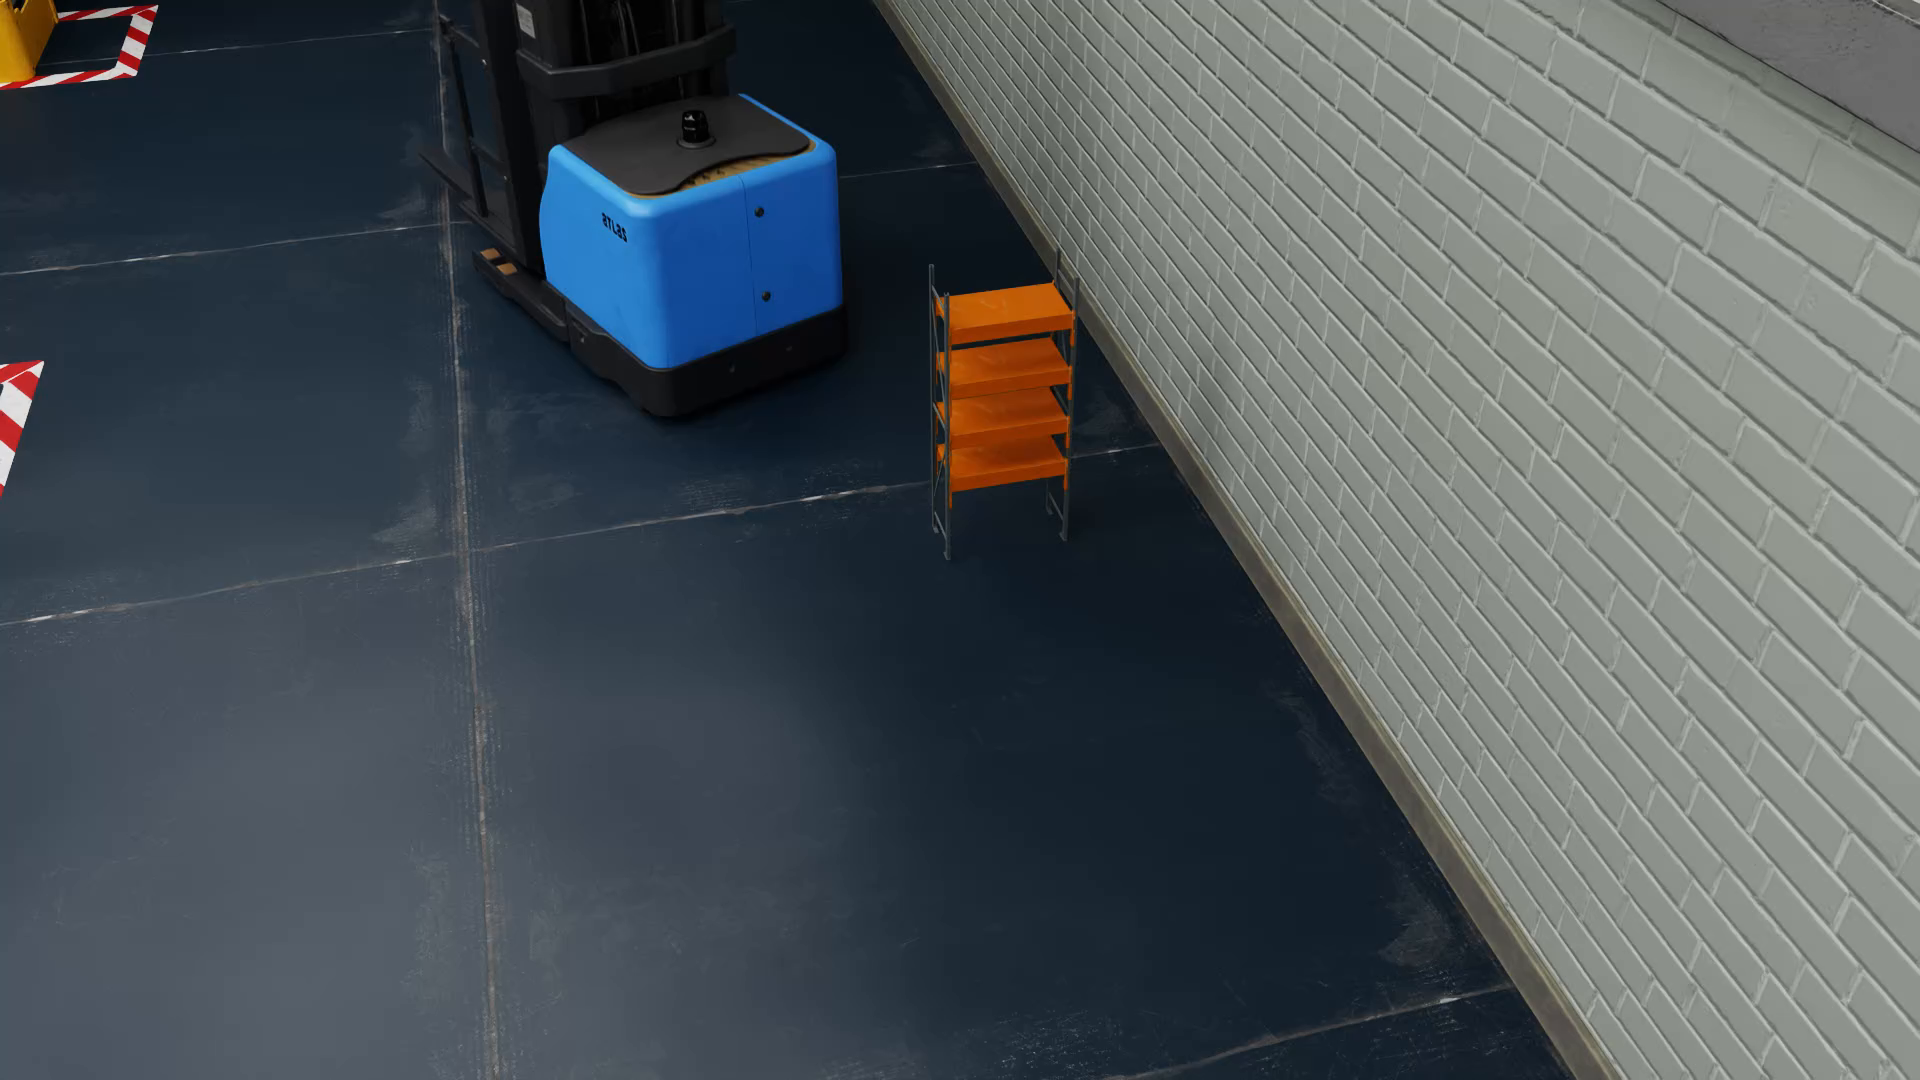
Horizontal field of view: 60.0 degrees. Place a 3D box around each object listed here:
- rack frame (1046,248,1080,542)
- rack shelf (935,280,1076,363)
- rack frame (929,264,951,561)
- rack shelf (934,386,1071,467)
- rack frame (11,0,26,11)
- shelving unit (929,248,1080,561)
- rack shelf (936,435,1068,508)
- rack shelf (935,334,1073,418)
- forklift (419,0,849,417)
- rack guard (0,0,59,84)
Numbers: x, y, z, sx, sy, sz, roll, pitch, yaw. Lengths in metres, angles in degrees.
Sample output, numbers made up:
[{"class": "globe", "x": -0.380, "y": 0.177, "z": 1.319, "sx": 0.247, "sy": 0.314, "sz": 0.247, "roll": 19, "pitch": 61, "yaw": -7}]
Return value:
[{"class": "rack frame", "x": 0.395, "y": -0.541, "z": 6.470, "sx": 0.015, "sy": 1.200, "sz": 0.240, "roll": -9, "pitch": 38, "yaw": -12}, {"class": "rack shelf", "x": 0.160, "y": -0.815, "z": 6.181, "sx": 0.480, "sy": 0.148, "sz": 0.258, "roll": -9, "pitch": 38, "yaw": -12}, {"class": "rack frame", "x": -0.076, "y": -0.464, "z": 6.369, "sx": 0.015, "sy": 1.200, "sz": 0.240, "roll": -9, "pitch": 38, "yaw": -12}, {"class": "rack shelf", "x": 0.160, "y": -0.449, "z": 6.461, "sx": 0.480, "sy": 0.148, "sz": 0.258, "roll": -9, "pitch": 38, "yaw": -12}, {"class": "rack frame", "x": -6.237, "y": -4.424, "z": 10.064, "sx": 0.127, "sy": 3.000, "sz": 1.000, "roll": -9, "pitch": 38, "yaw": -12}, {"class": "shelving unit", "x": 0.160, "y": -0.503, "z": 6.420, "sx": 0.503, "sy": 1.200, "sz": 0.258, "roll": -9, "pitch": 38, "yaw": -12}, {"class": "rack shelf", "x": 0.160, "y": -0.292, "z": 6.581, "sx": 0.480, "sy": 0.148, "sz": 0.258, "roll": -9, "pitch": 38, "yaw": -12}, {"class": "rack shelf", "x": 0.160, "y": -0.627, "z": 6.325, "sx": 0.480, "sy": 0.148, "sz": 0.258, "roll": -9, "pitch": 38, "yaw": -12}, {"class": "forklift", "x": -1.817, "y": -2.548, "z": 7.669, "sx": 1.130, "sy": 2.935, "sz": 3.031, "roll": -25, "pitch": 44, "yaw": -29}, {"class": "rack guard", "x": -6.213, "y": -3.435, "z": 10.828, "sx": 0.348, "sy": 0.500, "sz": 1.175, "roll": -9, "pitch": 38, "yaw": -12}]
